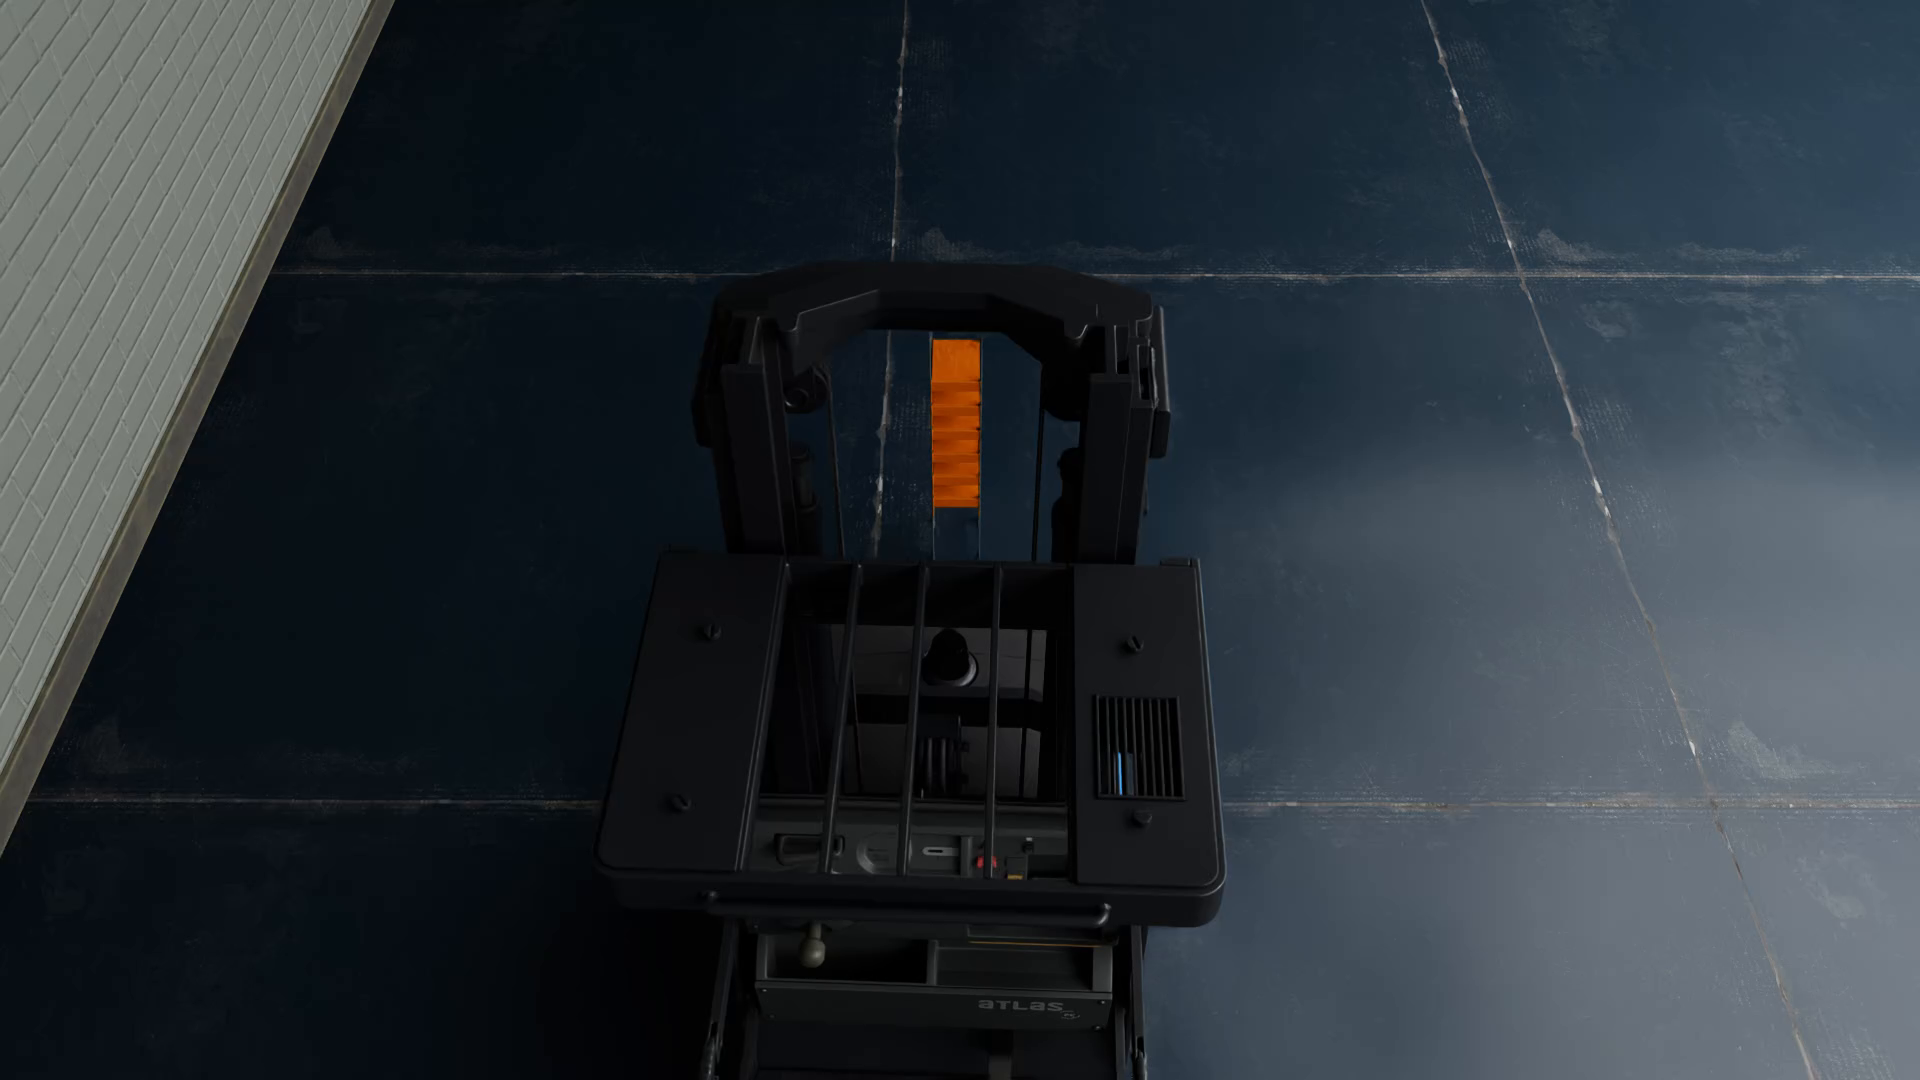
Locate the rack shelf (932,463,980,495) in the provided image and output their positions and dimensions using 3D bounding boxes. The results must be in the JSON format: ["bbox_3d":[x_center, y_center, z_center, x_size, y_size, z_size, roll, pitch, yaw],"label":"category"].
[{"bbox_3d":[-0.014,-0.297,6.431,0.180,0.103,0.258,0,47,0],"label":"rack shelf"}]

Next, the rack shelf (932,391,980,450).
[{"bbox_3d":[-0.014,-0.460,6.256,0.180,0.103,0.258,0,47,0],"label":"rack shelf"}]

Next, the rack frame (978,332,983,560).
[{"bbox_3d":[0.077,-0.409,6.311,0.006,1.200,0.240,0,47,0],"label":"rack frame"}]

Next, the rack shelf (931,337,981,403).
[{"bbox_3d":[-0.014,-0.624,6.080,0.180,0.103,0.258,0,47,0],"label":"rack shelf"}]

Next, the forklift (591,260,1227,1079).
[{"bbox_3d":[-0.074,0.944,3.869,1.130,2.935,3.031,2,47,1],"label":"forklift"}]

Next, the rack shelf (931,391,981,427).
[{"bbox_3d":[-0.014,-0.542,6.168,0.180,0.103,0.258,0,47,0],"label":"rack shelf"}]

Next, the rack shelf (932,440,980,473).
[{"bbox_3d":[-0.014,-0.379,6.343,0.180,0.103,0.258,0,47,0],"label":"rack shelf"}]

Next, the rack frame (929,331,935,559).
[{"bbox_3d":[-0.106,-0.409,6.311,0.006,1.200,0.240,0,47,0],"label":"rack frame"}]

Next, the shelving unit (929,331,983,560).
[{"bbox_3d":[-0.014,-0.409,6.311,0.189,1.200,0.258,0,47,0],"label":"shelving unit"}]

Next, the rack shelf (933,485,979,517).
[{"bbox_3d":[-0.014,-0.215,6.519,0.180,0.103,0.258,0,47,0],"label":"rack shelf"}]
